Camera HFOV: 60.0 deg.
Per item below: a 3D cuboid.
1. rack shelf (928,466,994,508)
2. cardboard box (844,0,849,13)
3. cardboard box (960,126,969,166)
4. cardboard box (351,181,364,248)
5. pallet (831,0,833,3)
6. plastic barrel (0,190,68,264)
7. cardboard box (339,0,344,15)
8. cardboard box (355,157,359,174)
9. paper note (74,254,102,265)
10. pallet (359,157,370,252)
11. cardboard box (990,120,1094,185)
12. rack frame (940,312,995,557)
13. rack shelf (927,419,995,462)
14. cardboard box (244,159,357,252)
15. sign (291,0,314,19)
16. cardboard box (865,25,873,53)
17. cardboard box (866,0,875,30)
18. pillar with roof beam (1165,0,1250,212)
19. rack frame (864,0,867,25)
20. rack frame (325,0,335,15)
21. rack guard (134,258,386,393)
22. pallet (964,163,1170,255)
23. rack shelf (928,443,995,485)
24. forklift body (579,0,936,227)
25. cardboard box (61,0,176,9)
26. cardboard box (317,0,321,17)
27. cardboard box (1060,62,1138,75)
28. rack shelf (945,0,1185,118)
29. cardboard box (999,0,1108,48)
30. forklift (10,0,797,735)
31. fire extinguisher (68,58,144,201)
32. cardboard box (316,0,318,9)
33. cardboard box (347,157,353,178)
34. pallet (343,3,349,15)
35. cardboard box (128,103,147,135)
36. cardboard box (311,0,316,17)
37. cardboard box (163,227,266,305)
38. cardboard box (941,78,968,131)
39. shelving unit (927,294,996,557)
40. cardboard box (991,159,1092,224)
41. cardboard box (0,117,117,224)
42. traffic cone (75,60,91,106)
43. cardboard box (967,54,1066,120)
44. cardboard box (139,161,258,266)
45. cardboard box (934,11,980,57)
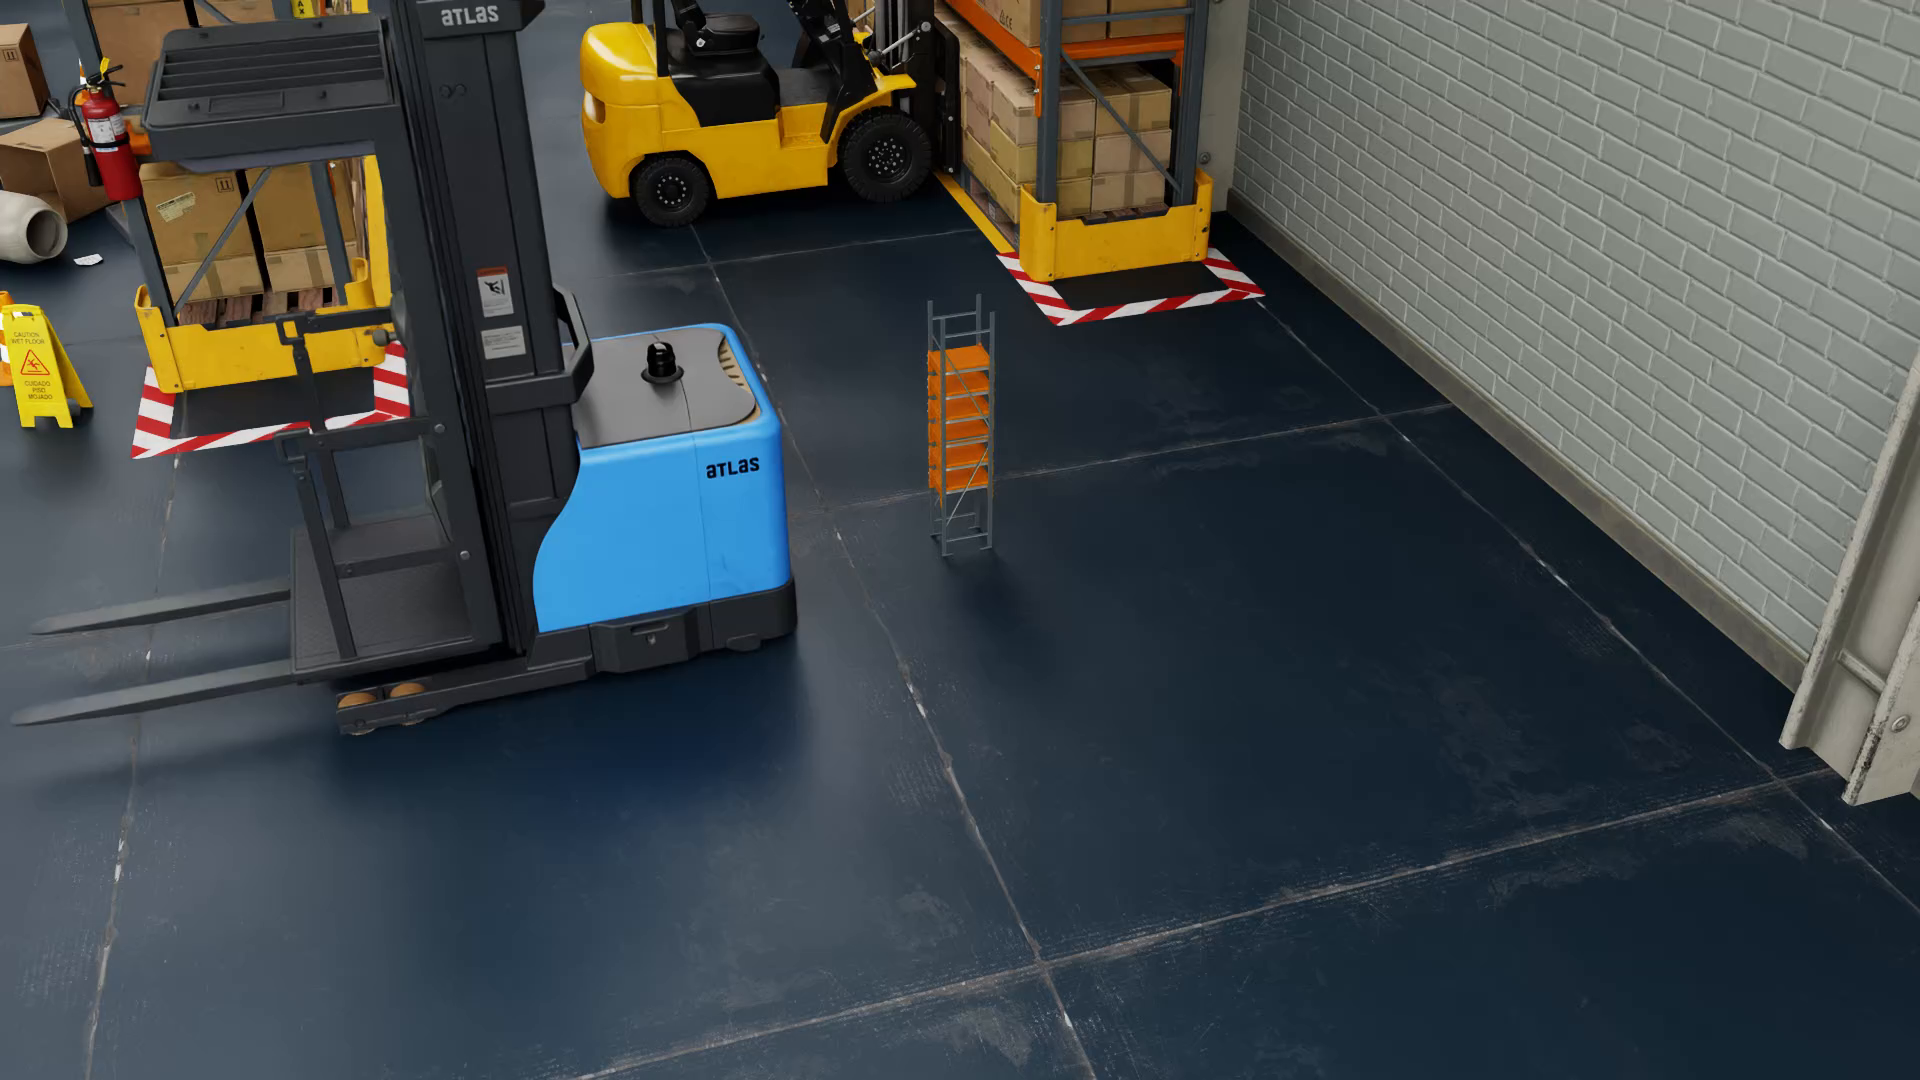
[{"bbox_3d":[0.004,-0.256,7.565,0.258,0.103,0.180,-10,35,-15],"label":"rack shelf"},{"bbox_3d":[-0.667,-4.981,14.340,0.875,0.625,0.625,-10,35,-15],"label":"cardboard box"},{"bbox_3d":[0.222,-2.764,11.325,0.500,0.250,0.500,-10,35,-14],"label":"cardboard box"},{"bbox_3d":[-3.905,-1.946,10.087,0.500,0.250,0.500,-9,34,-13],"label":"cardboard box"},{"bbox_3d":[-0.905,-4.974,15.086,1.003,0.211,1.213,-10,35,-15],"label":"pallet"},{"bbox_3d":[-5.845,-1.934,10.292,0.512,0.421,0.421,13,36,18],"label":"plastic barrel"},{"bbox_3d":[-5.592,-4.374,13.652,0.950,0.372,0.625,-9,34,-13],"label":"cardboard box"},{"bbox_3d":[-4.234,-2.496,10.920,0.500,0.250,0.500,-9,35,-14],"label":"cardboard box"},{"bbox_3d":[-5.437,-1.752,10.374,0.142,0.019,0.148,-23,40,-31],"label":"paper note"},{"bbox_3d":[-4.379,-2.127,10.777,1.003,0.211,1.213,-10,35,-15],"label":"pallet"},{"bbox_3d":[0.507,-2.455,10.404,0.500,0.250,0.500,-10,35,-15],"label":"cardboard box"},{"bbox_3d":[0.032,-0.445,7.335,0.240,1.200,0.006,-10,35,-15],"label":"rack frame"},{"bbox_3d":[0.004,-0.456,7.432,0.258,0.103,0.180,-10,35,-15],"label":"rack shelf"},{"bbox_3d":[-3.764,-2.002,9.492,0.500,0.500,0.500,-11,35,-16],"label":"cardboard box"},{"bbox_3d":[-3.257,-2.631,8.226,0.100,0.325,0.005,-10,35,-15],"label":"sign"},{"bbox_3d":[-0.435,-3.834,12.944,0.500,0.250,0.500,-10,35,-14],"label":"cardboard box"},{"bbox_3d":[-0.414,-4.046,12.812,0.500,0.250,0.500,-10,35,-15],"label":"cardboard box"},{"bbox_3d":[-2.501,-5.311,7.626,9.100,9.000,0.400,-10,35,-15],"label":"pillar with roof beam"},{"bbox_3d":[-0.267,-5.115,12.771,1.000,3.000,0.127,-10,35,-15],"label":"rack frame"},{"bbox_3d":[-4.993,-4.279,11.504,1.000,3.000,0.127,-10,35,-15],"label":"rack frame"},{"bbox_3d":[-3.796,-1.176,9.076,1.175,0.500,0.348,-10,35,-15],"label":"rack guard"},{"bbox_3d":[0.680,-2.246,10.958,1.003,0.211,1.213,-10,35,-15],"label":"pallet"},{"bbox_3d":[0.004,-0.356,7.498,0.258,0.103,0.180,-10,35,-15],"label":"rack shelf"},{"bbox_3d":[-1.363,-3.350,10.869,2.313,2.155,1.214,-10,35,-15],"label":"forklift body"},{"bbox_3d":[-4.137,-2.993,8.291,0.700,0.500,0.500,-11,35,-16],"label":"cardboard box"},{"bbox_3d":[-4.130,-3.255,10.183,0.380,0.149,0.250,-10,35,-14],"label":"cardboard box"},{"bbox_3d":[0.830,-3.006,10.785,0.500,0.250,0.500,-10,35,-15],"label":"cardboard box"},{"bbox_3d":[0.343,-3.765,11.380,1.077,0.370,4.000,-10,35,-15],"label":"rack shelf"},{"bbox_3d":[0.552,-3.271,9.889,0.500,0.500,0.500,-11,35,-16],"label":"cardboard box"},{"bbox_3d":[-2.267,-0.780,6.272,3.031,2.935,1.130,-11,35,-15],"label":"forklift"},{"bbox_3d":[-4.177,-2.009,8.139,0.296,0.674,0.183,-10,35,-15],"label":"fire extinguisher"},{"bbox_3d":[-4.134,-3.444,9.881,0.500,0.500,0.500,-11,35,-16],"label":"cardboard box"},{"bbox_3d":[-4.073,-2.540,10.307,0.500,0.500,0.500,-9,35,-14],"label":"cardboard box"},{"bbox_3d":[-5.608,-4.166,13.862,1.003,0.211,1.213,-10,35,-15],"label":"pallet"},{"bbox_3d":[-4.091,-2.234,8.638,0.380,0.149,0.250,-9,34,-13],"label":"cardboard box"},{"bbox_3d":[-3.815,-2.911,9.074,0.500,0.500,0.500,-9,35,-13],"label":"cardboard box"},{"bbox_3d":[-4.283,-1.598,9.561,0.500,0.250,0.500,-10,35,-15],"label":"cardboard box"},{"bbox_3d":[0.186,-2.988,11.210,0.500,0.250,0.500,-11,35,-16],"label":"cardboard box"},{"bbox_3d":[0.004,-0.493,7.408,0.258,1.200,0.189,-10,35,-15],"label":"shelving unit"},{"bbox_3d":[0.508,-2.237,10.528,0.500,0.250,0.500,-10,35,-14],"label":"cardboard box"},{"bbox_3d":[-5.962,-2.446,10.995,0.500,0.500,0.500,13,36,18],"label":"cardboard box"},{"bbox_3d":[-6.705,-3.636,12.833,0.336,0.463,0.334,-10,35,-15],"label":"traffic cone"},{"bbox_3d":[0.354,-2.917,10.650,0.500,0.250,0.500,-9,35,-14],"label":"cardboard box"},{"bbox_3d":[-4.266,-1.896,9.332,0.500,0.500,0.500,-10,35,-14],"label":"cardboard box"},{"bbox_3d":[0.043,-3.448,11.453,0.500,0.250,0.500,-11,35,-16],"label":"cardboard box"}]
